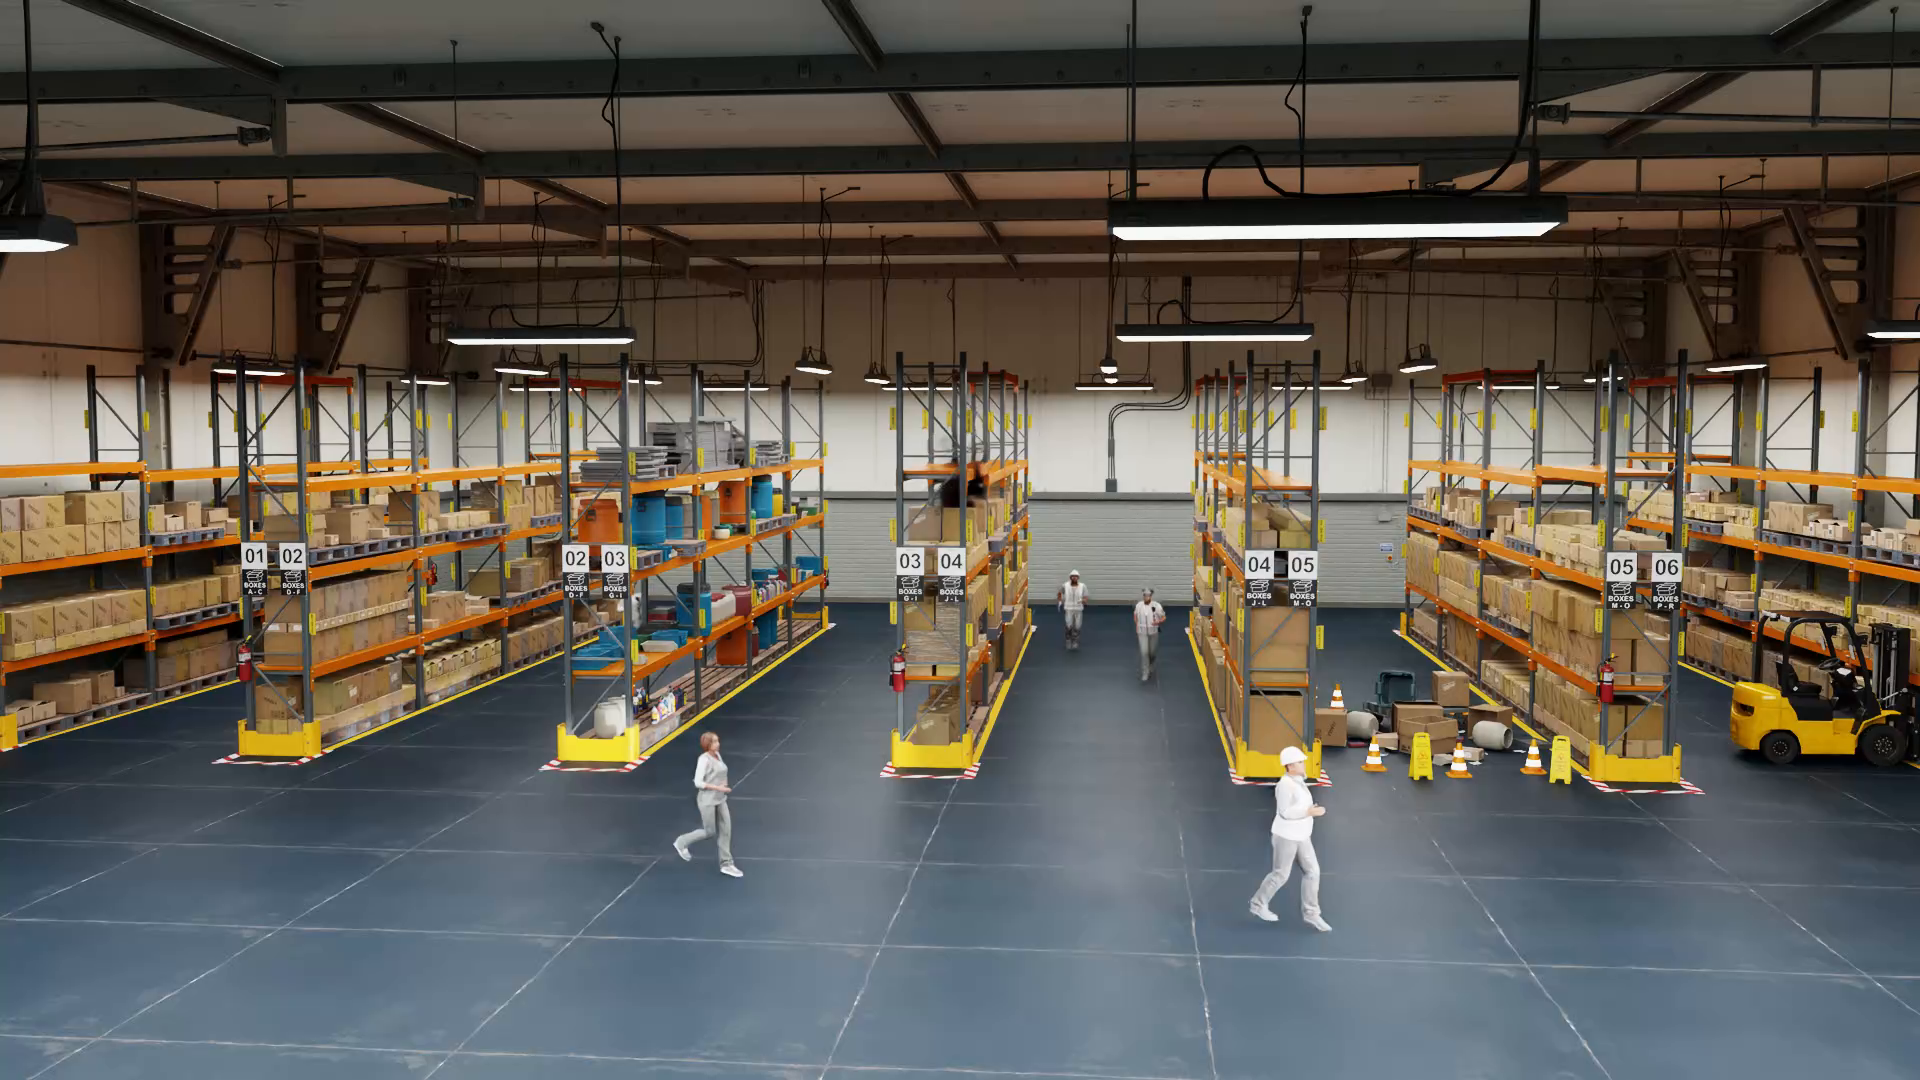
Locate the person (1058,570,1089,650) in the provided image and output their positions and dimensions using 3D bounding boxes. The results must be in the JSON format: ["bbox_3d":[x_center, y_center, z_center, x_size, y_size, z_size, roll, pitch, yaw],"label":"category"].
[{"bbox_3d":[2.475,1.535,36.253,0.662,1.747,0.649,0,4,0],"label":"person"}]

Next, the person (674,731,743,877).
[{"bbox_3d":[-2.770,2.949,18.379,0.839,1.498,0.538,2,4,22],"label":"person"}]

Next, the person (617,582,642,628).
[{"bbox_3d":[-6.853,1.685,34.692,0.574,1.707,0.896,0,4,-7],"label":"person"}]

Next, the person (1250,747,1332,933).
[{"bbox_3d":[3.271,2.935,16.392,0.801,1.806,0.654,2,5,31],"label":"person"}]

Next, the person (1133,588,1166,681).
[{"bbox_3d":[3.695,1.817,32.489,0.651,1.795,0.876,1,4,11],"label":"person"}]
